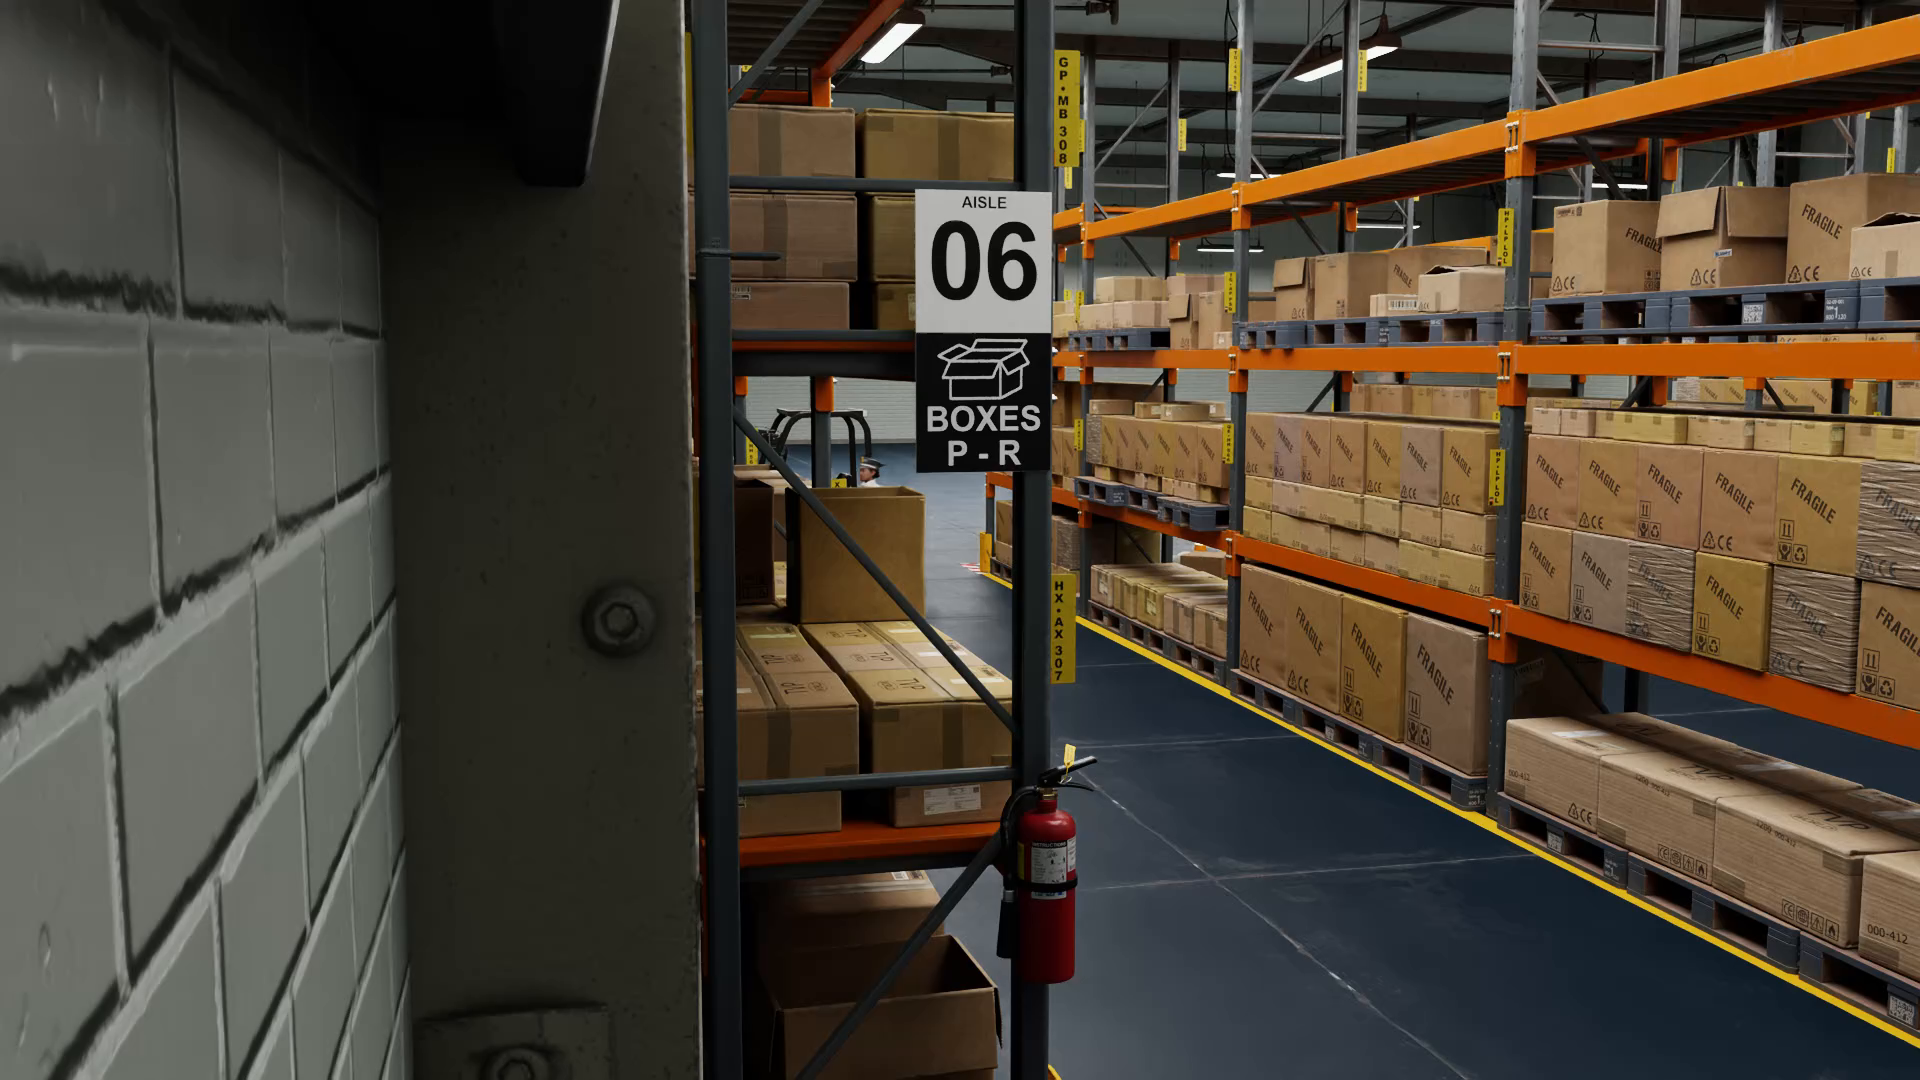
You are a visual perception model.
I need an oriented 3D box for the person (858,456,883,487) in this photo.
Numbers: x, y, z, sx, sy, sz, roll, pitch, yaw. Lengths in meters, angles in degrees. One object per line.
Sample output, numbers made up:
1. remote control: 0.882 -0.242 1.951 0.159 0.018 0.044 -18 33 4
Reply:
1. person: -1.008 -0.024 17.427 0.421 1.713 0.509 -2 7 -22
